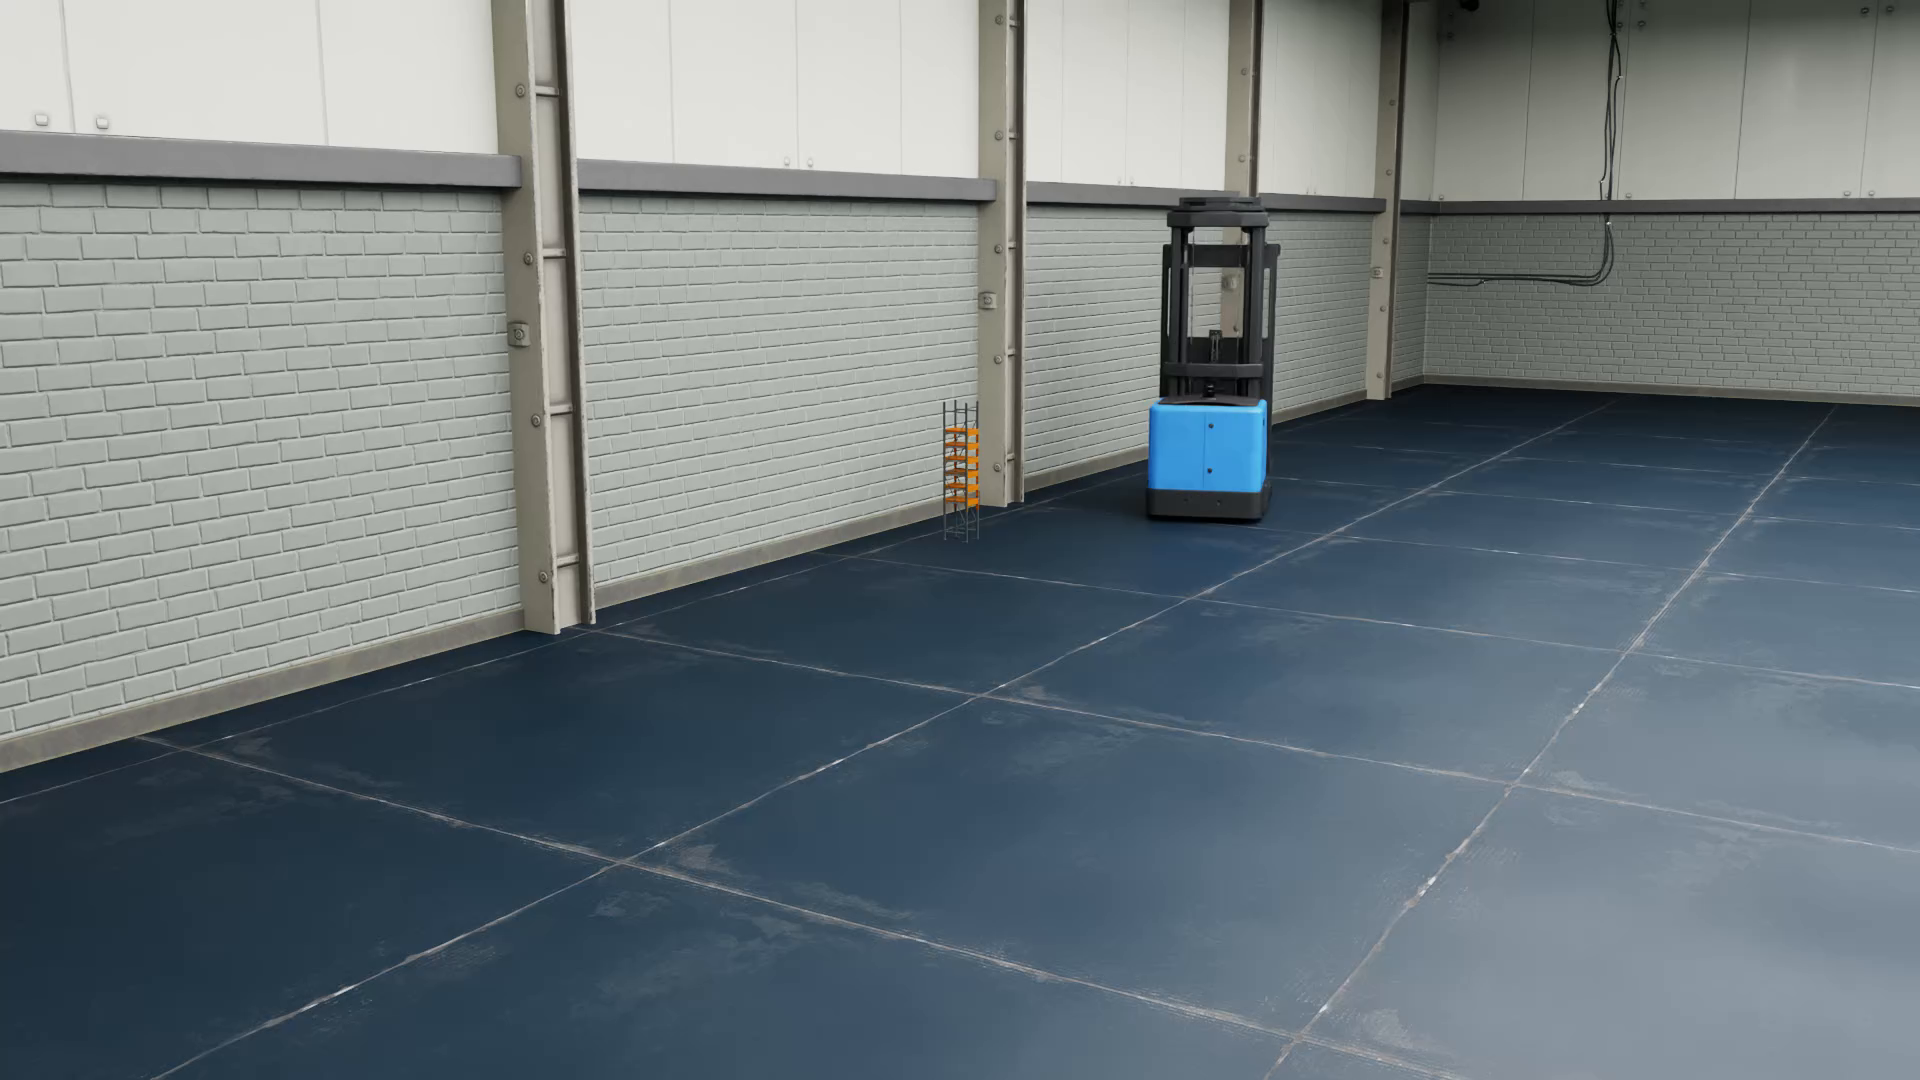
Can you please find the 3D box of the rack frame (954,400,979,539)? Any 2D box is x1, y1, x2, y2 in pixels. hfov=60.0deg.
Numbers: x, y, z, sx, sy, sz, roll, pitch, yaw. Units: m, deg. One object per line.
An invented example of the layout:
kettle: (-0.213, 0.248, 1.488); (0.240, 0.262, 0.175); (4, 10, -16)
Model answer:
rack frame: (0.055, -0.606, 14.347); (0.240, 1.200, 0.006); (6, 12, 31)

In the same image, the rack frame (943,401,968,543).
rack frame: (-0.040, -0.578, 14.194); (0.240, 1.200, 0.006); (6, 12, 31)

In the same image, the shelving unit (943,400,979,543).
shelving unit: (0.008, -0.592, 14.270); (0.258, 1.200, 0.189); (6, 12, 31)

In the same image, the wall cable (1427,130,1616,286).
wall cable: (9.290, -5.484, 27.645); (3.097, 2.526, 0.112); (6, 12, 31)

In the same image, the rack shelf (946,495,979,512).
rack shelf: (0.008, -0.312, 14.323); (0.258, 0.103, 0.180); (6, 12, 31)

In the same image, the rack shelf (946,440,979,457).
rack shelf: (0.008, -0.784, 14.234); (0.258, 0.103, 0.180); (6, 12, 31)

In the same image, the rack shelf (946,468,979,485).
rack shelf: (0.008, -0.548, 14.279); (0.258, 0.103, 0.180); (6, 12, 31)

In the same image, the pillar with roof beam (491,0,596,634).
pillar with roof beam: (0.964, -3.431, 8.241); (9.100, 9.000, 0.400); (6, 12, 31)

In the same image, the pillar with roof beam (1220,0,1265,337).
pillar with roof beam: (7.194, -5.318, 18.322); (9.100, 9.000, 0.400); (6, 12, 31)

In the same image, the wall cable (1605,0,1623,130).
wall cable: (11.602, -7.708, 25.800); (3.097, 2.526, 0.112); (6, 12, 31)

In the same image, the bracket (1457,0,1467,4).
bracket: (8.073, -8.754, 26.891); (0.076, 0.066, 3.189); (6, 12, 31)

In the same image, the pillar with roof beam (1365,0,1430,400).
pillar with roof beam: (10.309, -6.262, 23.363); (9.100, 9.000, 0.548); (6, 12, 31)

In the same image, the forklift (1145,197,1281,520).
forklift: (2.535, -1.850, 16.285); (1.130, 2.935, 3.031); (2, 11, 13)

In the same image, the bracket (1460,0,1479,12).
bracket: (8.379, -8.847, 27.387); (0.235, 0.232, 0.430); (6, 12, 31)

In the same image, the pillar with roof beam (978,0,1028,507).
pillar with roof beam: (4.079, -4.375, 13.282); (9.100, 9.000, 0.400); (6, 12, 31)

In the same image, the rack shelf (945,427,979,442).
rack shelf: (0.008, -0.902, 14.212); (0.258, 0.103, 0.180); (6, 12, 31)

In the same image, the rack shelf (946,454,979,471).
rack shelf: (0.008, -0.666, 14.257); (0.258, 0.103, 0.180); (6, 12, 31)

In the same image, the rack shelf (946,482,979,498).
rack shelf: (0.008, -0.430, 14.301); (0.258, 0.103, 0.180); (6, 12, 31)
